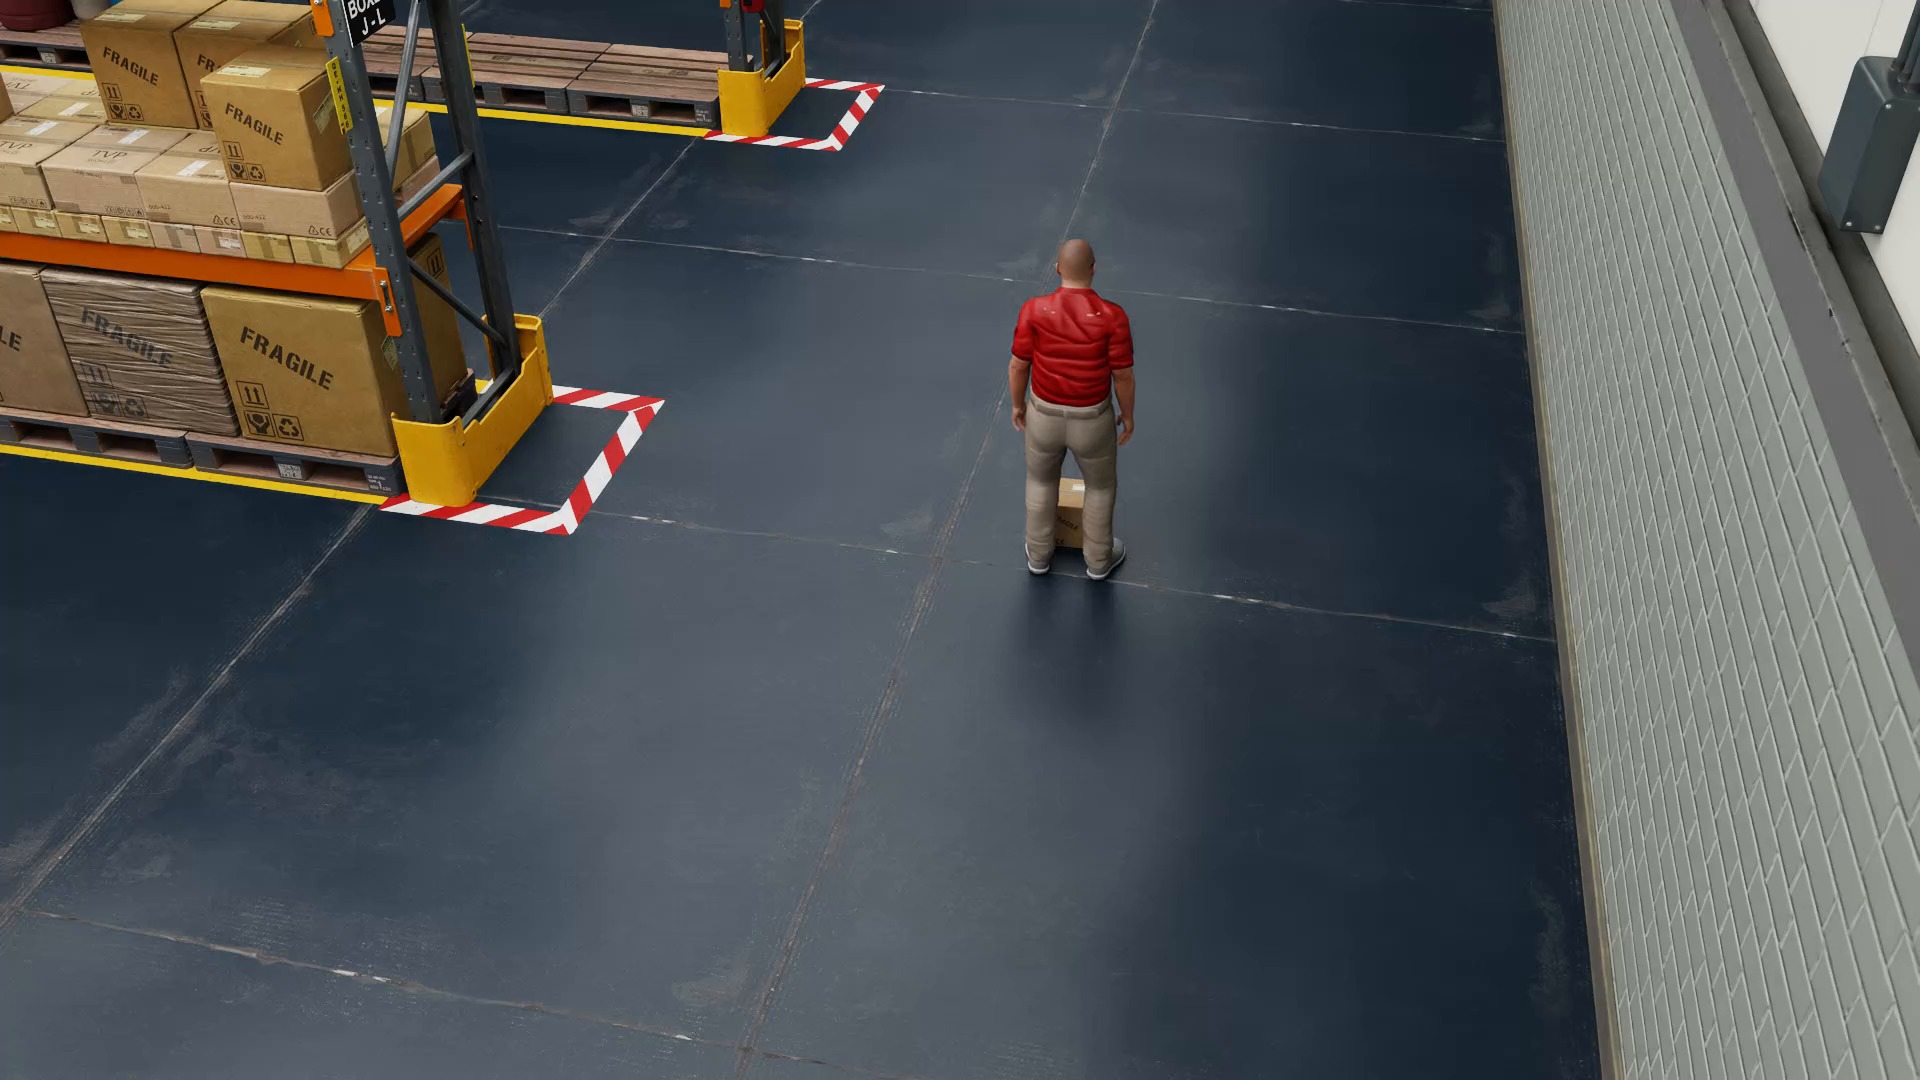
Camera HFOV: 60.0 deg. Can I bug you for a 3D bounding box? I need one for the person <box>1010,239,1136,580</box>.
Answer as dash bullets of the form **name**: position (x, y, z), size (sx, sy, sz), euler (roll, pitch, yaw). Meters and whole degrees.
- **person**: position (0.524, -0.585, 7.771), size (0.586, 1.727, 0.395), euler (8, 37, 10)
